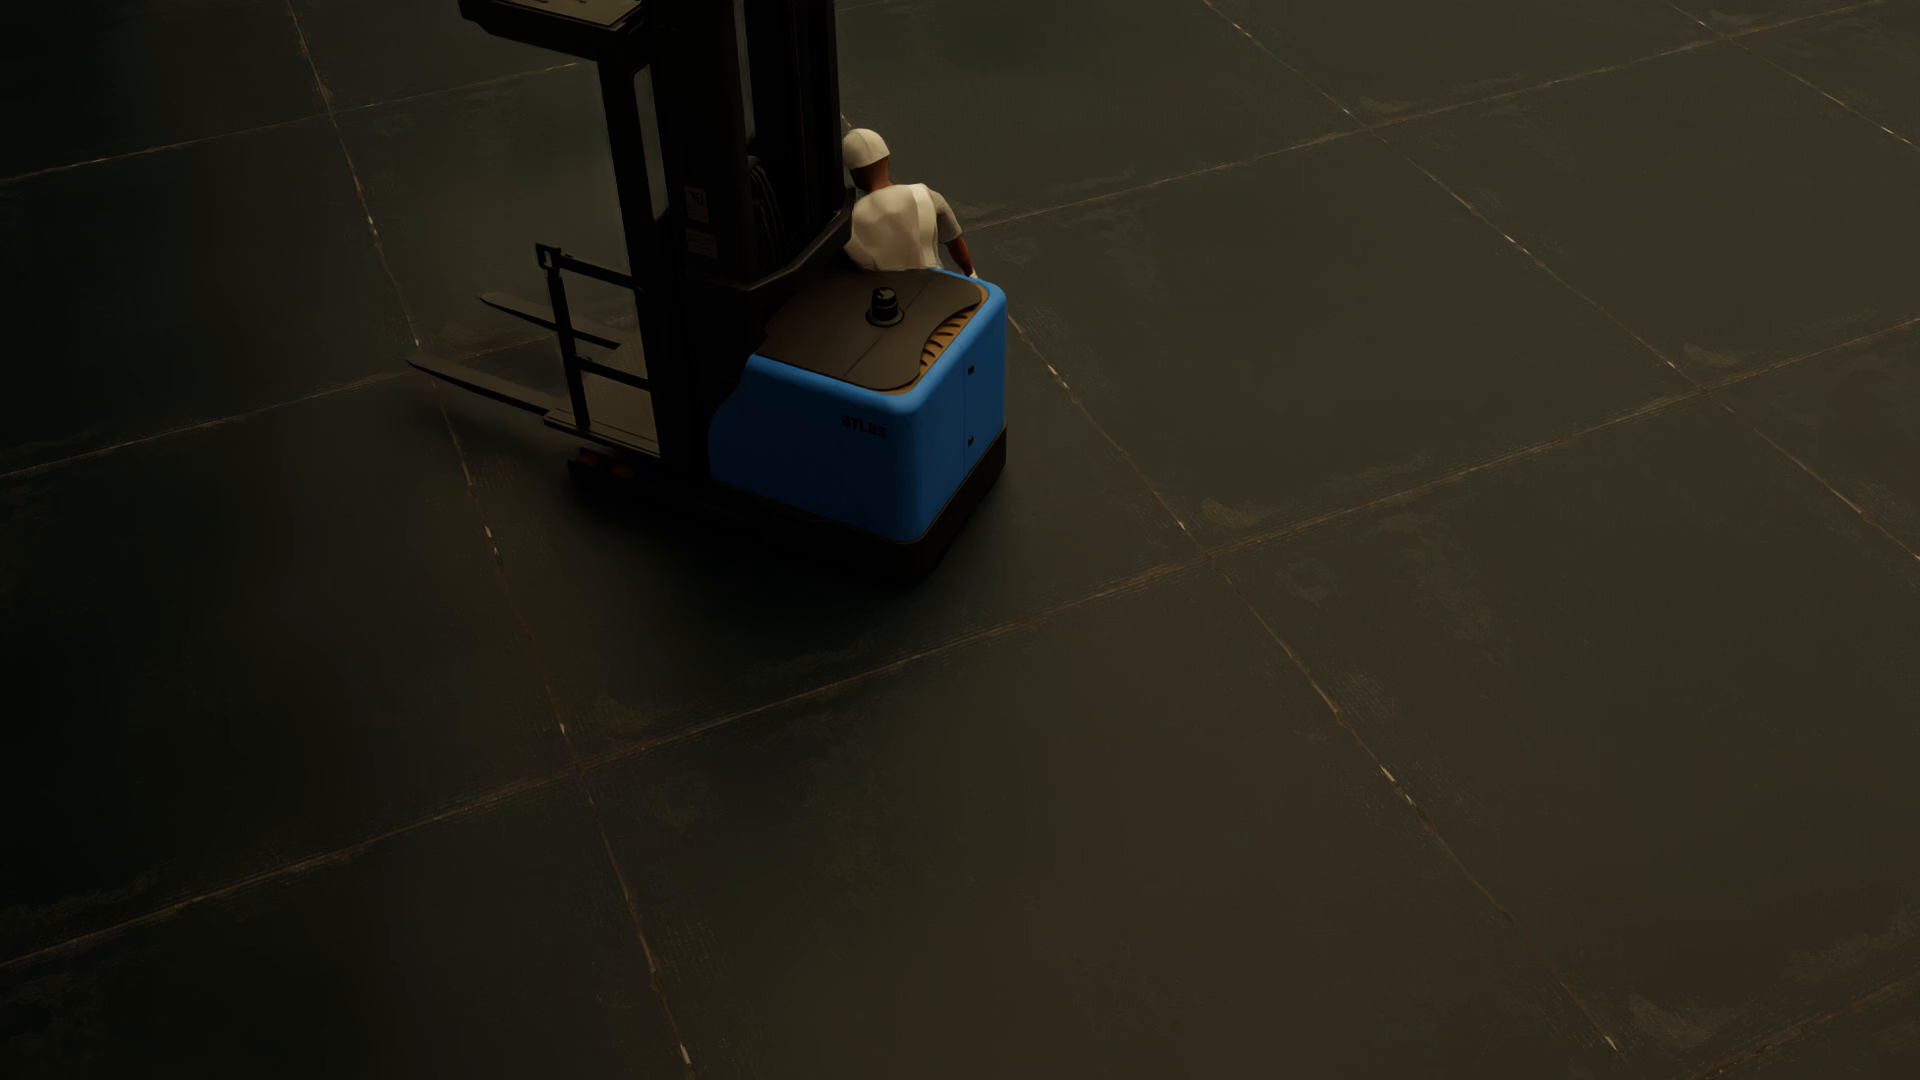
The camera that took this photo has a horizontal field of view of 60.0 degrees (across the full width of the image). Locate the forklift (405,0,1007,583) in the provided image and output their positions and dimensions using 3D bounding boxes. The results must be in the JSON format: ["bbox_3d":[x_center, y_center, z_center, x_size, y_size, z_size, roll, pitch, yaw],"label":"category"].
[{"bbox_3d":[-1.329,-1.578,7.371,3.031,2.935,1.130,19,46,19],"label":"forklift"}]

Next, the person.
[{"bbox_3d":[-0.388,-1.266,7.970,0.912,1.679,1.013,-11,44,-11],"label":"person"}]
